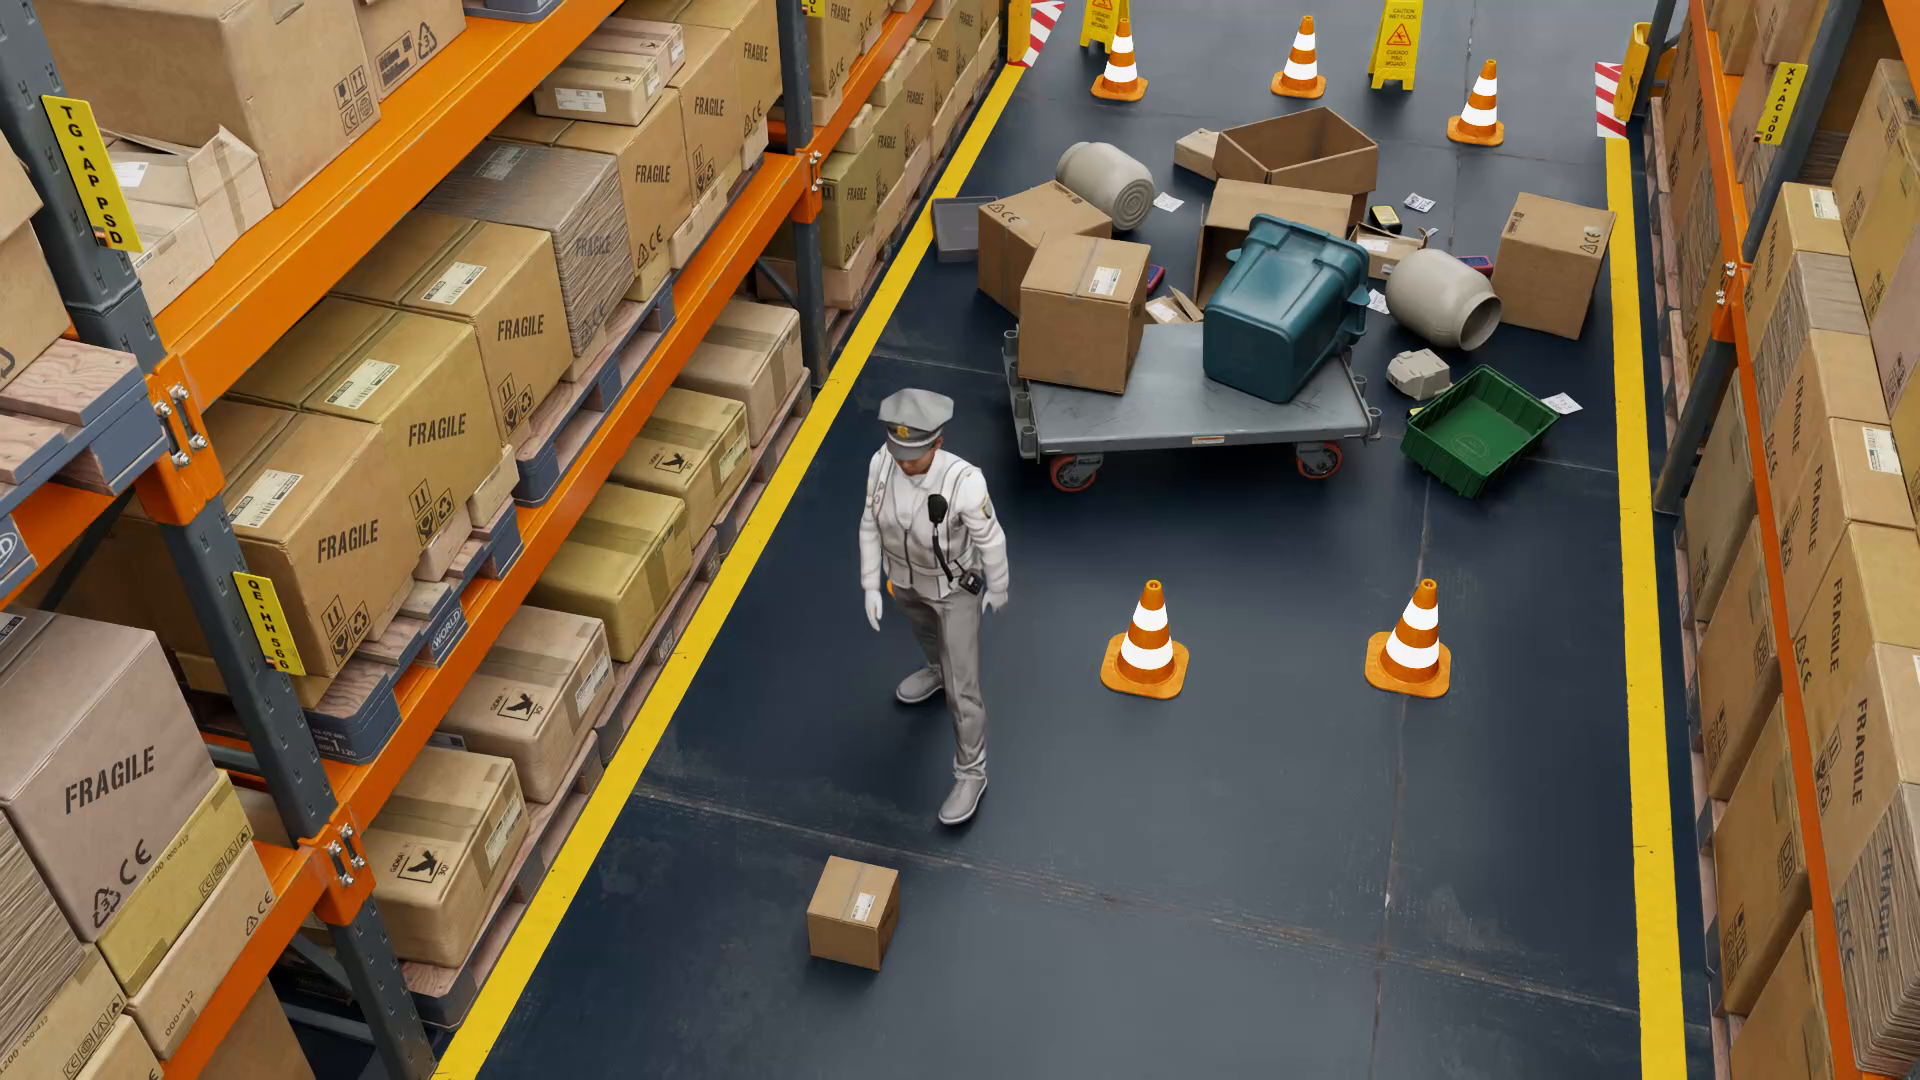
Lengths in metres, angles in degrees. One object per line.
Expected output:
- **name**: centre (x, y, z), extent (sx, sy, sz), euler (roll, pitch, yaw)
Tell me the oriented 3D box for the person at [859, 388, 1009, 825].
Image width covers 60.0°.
- **person**: centre (-0.071, 0.182, 5.939), extent (0.620, 1.632, 0.720), euler (23, 46, 24)
